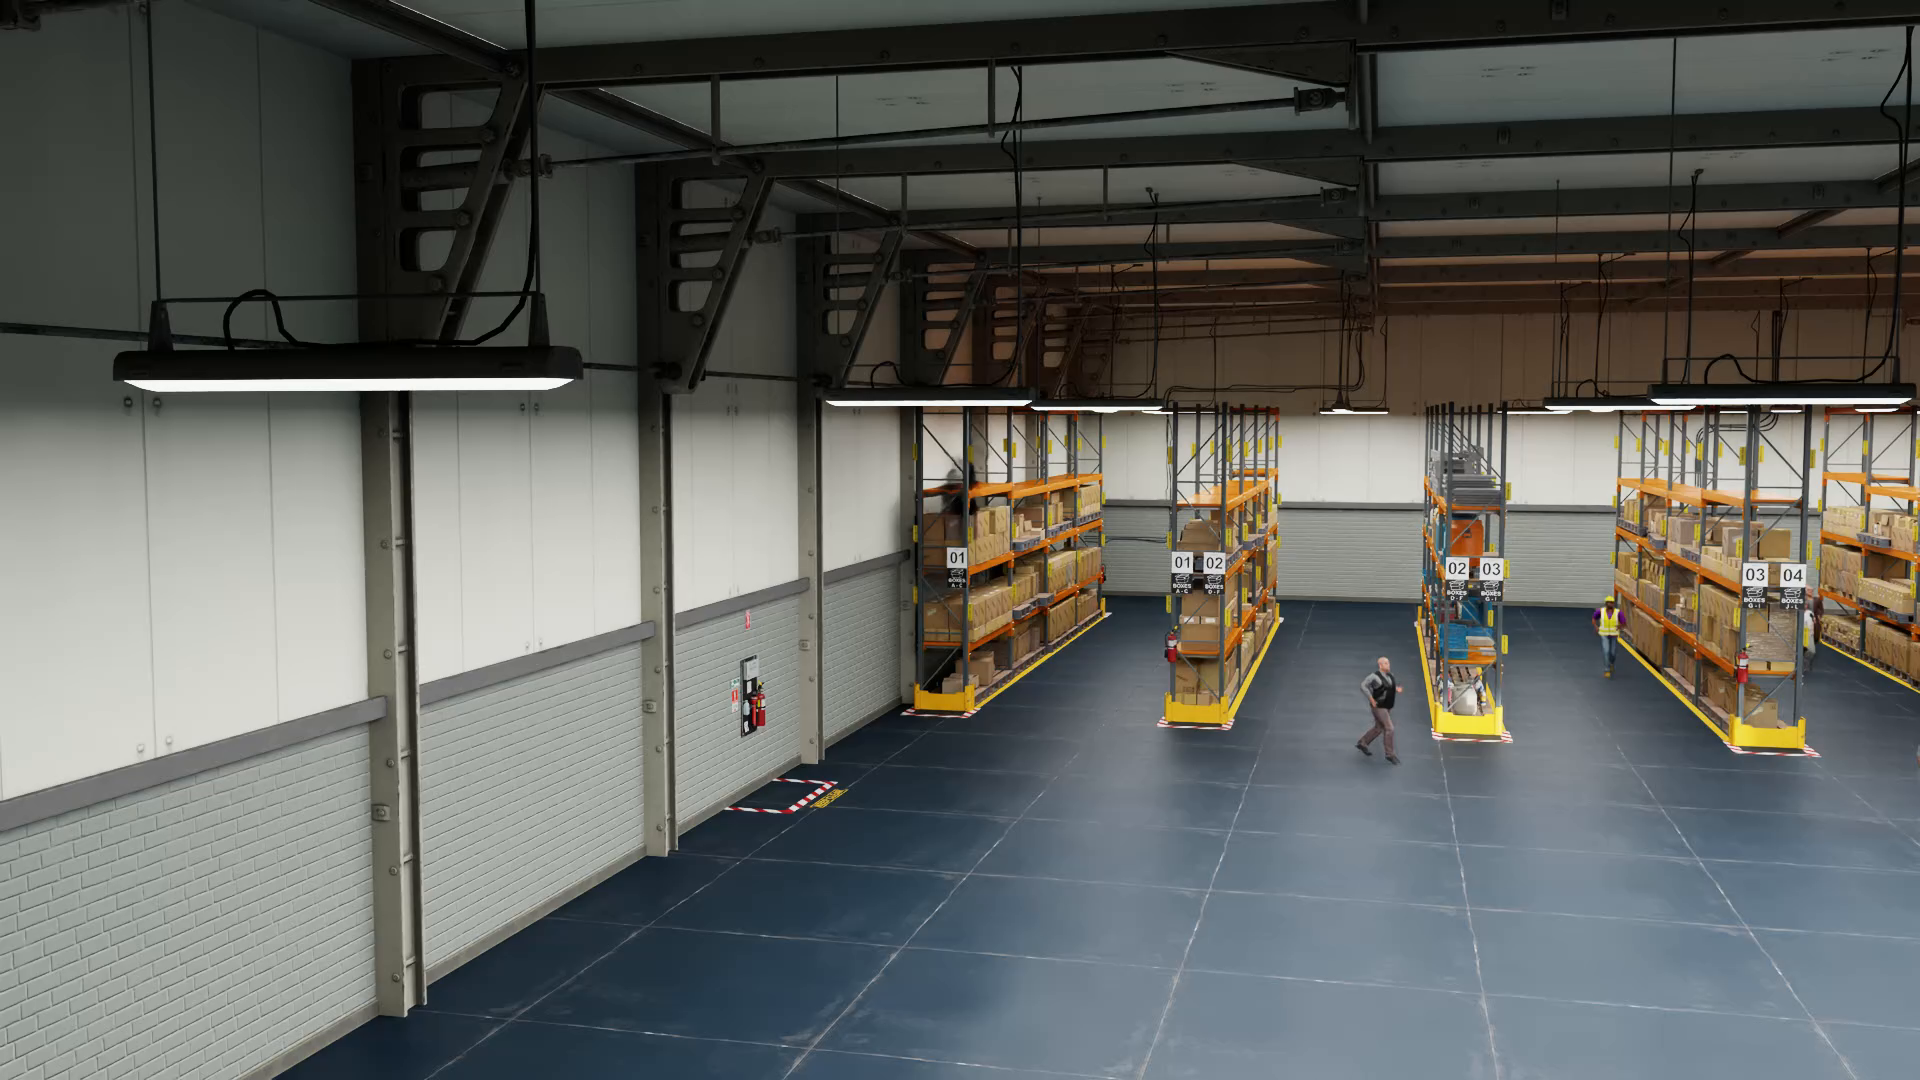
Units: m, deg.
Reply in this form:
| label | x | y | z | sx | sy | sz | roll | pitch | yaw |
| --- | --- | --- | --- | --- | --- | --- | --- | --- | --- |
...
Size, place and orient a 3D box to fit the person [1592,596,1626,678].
| label | x | y | z | sx | sy | sz | roll | pitch | yaw |
| --- | --- | --- | --- | --- | --- | --- | --- | --- | --- |
| person | 14.364 | 2.122 | 36.808 | 0.701 | 1.767 | 0.827 | 1 | 4 | 17 |

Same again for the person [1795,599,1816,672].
| label | x | y | z | sx | sy | sz | roll | pitch | yaw |
| --- | --- | --- | --- | --- | --- | --- | --- | --- | --- |
| person | 18.926 | 2.152 | 37.266 | 0.589 | 1.647 | 0.590 | 1 | 4 | 10 |

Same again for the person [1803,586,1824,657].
| label | x | y | z | sx | sy | sz | roll | pitch | yaw |
| --- | --- | --- | --- | --- | --- | --- | --- | --- | --- |
| person | 20.072 | 1.952 | 39.318 | 0.706 | 1.726 | 0.662 | 1 | 4 | 12 |

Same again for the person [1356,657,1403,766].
| label | x | y | z | sx | sy | sz | roll | pitch | yaw |
| --- | --- | --- | --- | --- | --- | --- | --- | --- | --- |
| person | 7.011 | 2.820 | 27.663 | 0.871 | 1.761 | 0.638 | 4 | 6 | 42 |
